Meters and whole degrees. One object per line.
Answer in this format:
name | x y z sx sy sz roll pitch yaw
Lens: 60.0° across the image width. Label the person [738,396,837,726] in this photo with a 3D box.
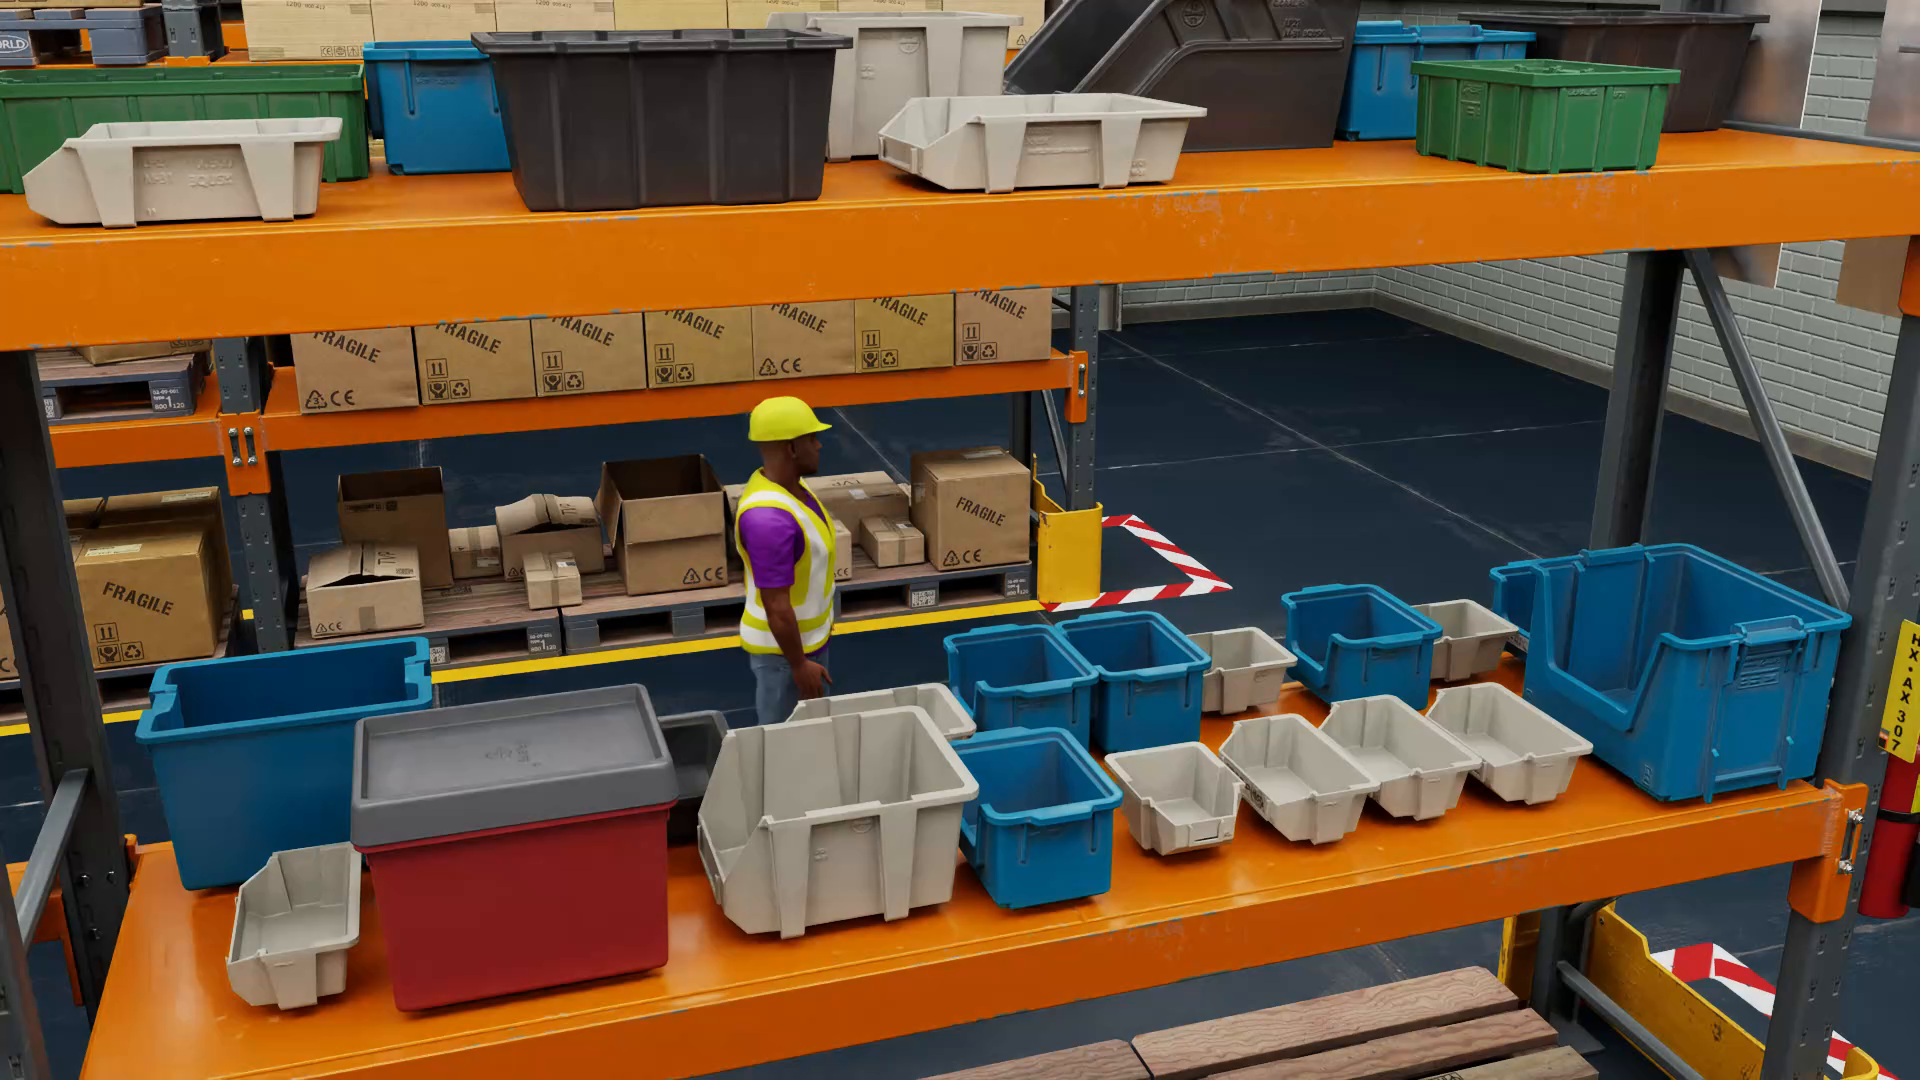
person | -0.584 0.352 5.941 0.383 1.772 0.623 1 19 3
